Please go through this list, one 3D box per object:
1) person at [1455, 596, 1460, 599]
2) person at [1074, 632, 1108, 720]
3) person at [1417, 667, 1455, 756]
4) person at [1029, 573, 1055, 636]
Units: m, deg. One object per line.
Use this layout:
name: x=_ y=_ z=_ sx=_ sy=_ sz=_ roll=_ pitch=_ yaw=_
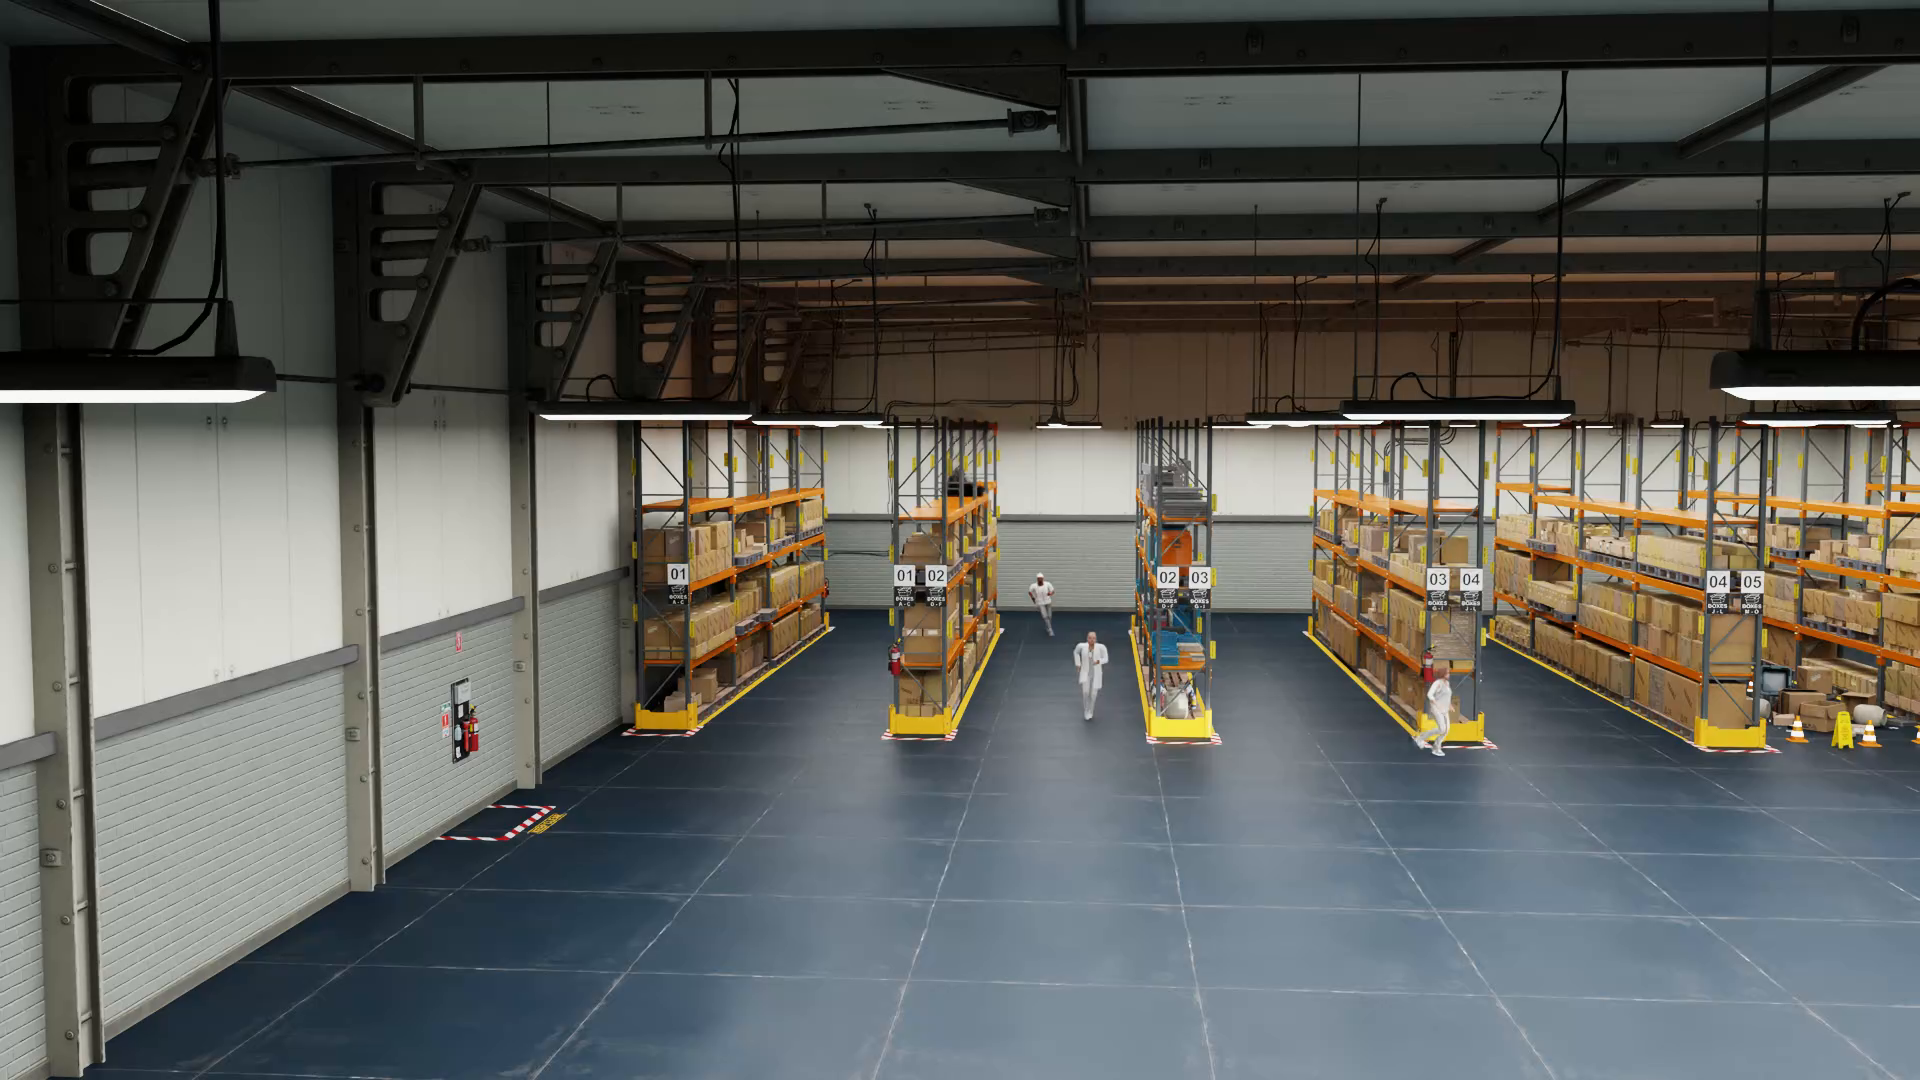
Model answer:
person: x=13.647 y=1.953 z=45.489 sx=0.595 sy=1.615 sz=0.561 roll=1 pitch=4 yaw=10
person: x=2.602 y=2.700 z=32.981 sx=0.664 sy=1.772 sz=0.851 roll=0 pitch=4 yaw=0
person: x=8.487 y=3.023 z=29.545 sx=0.551 sy=1.538 sz=0.565 roll=4 pitch=5 yaw=45
person: x=2.313 y=1.799 z=46.684 sx=0.702 sy=1.747 sz=0.930 roll=-1 pitch=4 yaw=-8
